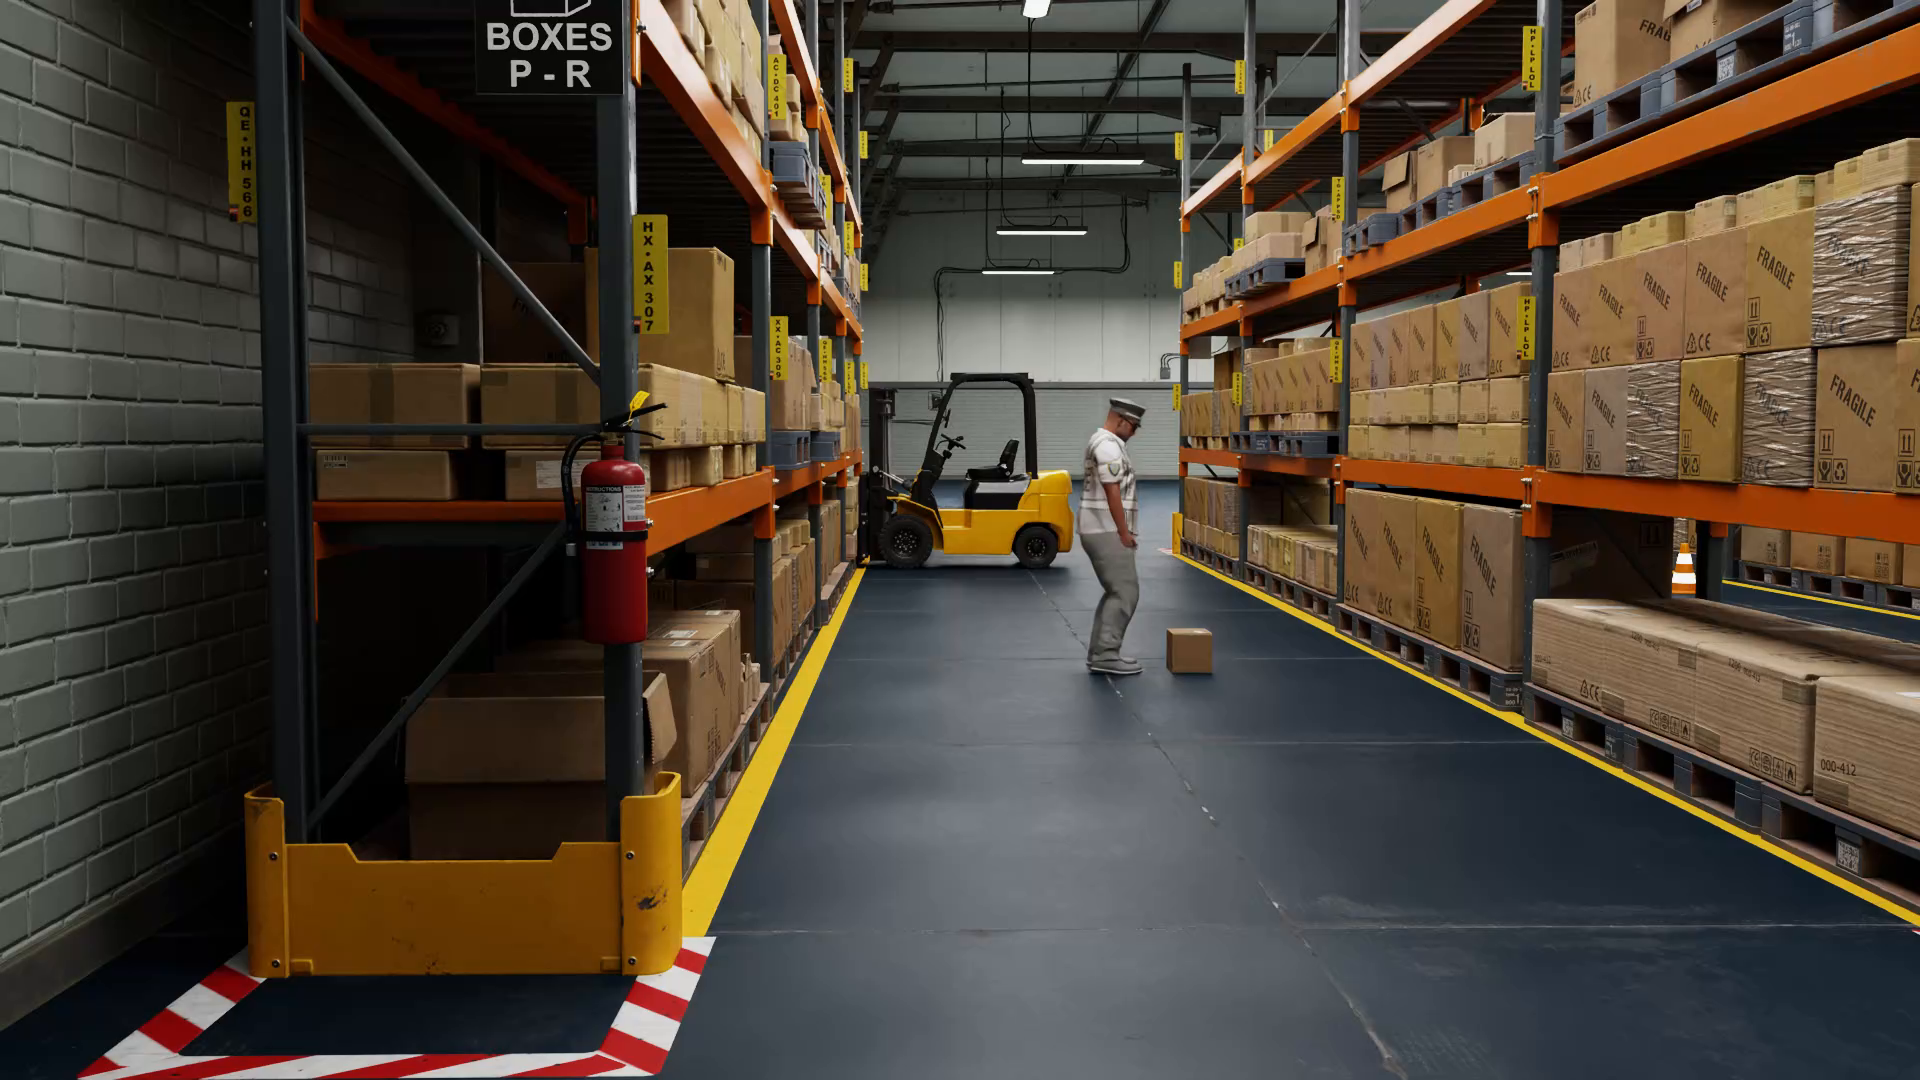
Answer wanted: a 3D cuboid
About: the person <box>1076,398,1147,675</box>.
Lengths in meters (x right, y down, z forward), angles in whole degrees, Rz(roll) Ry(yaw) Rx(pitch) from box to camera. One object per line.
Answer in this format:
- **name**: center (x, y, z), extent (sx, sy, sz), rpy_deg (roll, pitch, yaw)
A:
- **person**: center (0.950, -0.030, 10.470), extent (0.440, 1.723, 0.547), rpy_deg (0, 4, 0)
